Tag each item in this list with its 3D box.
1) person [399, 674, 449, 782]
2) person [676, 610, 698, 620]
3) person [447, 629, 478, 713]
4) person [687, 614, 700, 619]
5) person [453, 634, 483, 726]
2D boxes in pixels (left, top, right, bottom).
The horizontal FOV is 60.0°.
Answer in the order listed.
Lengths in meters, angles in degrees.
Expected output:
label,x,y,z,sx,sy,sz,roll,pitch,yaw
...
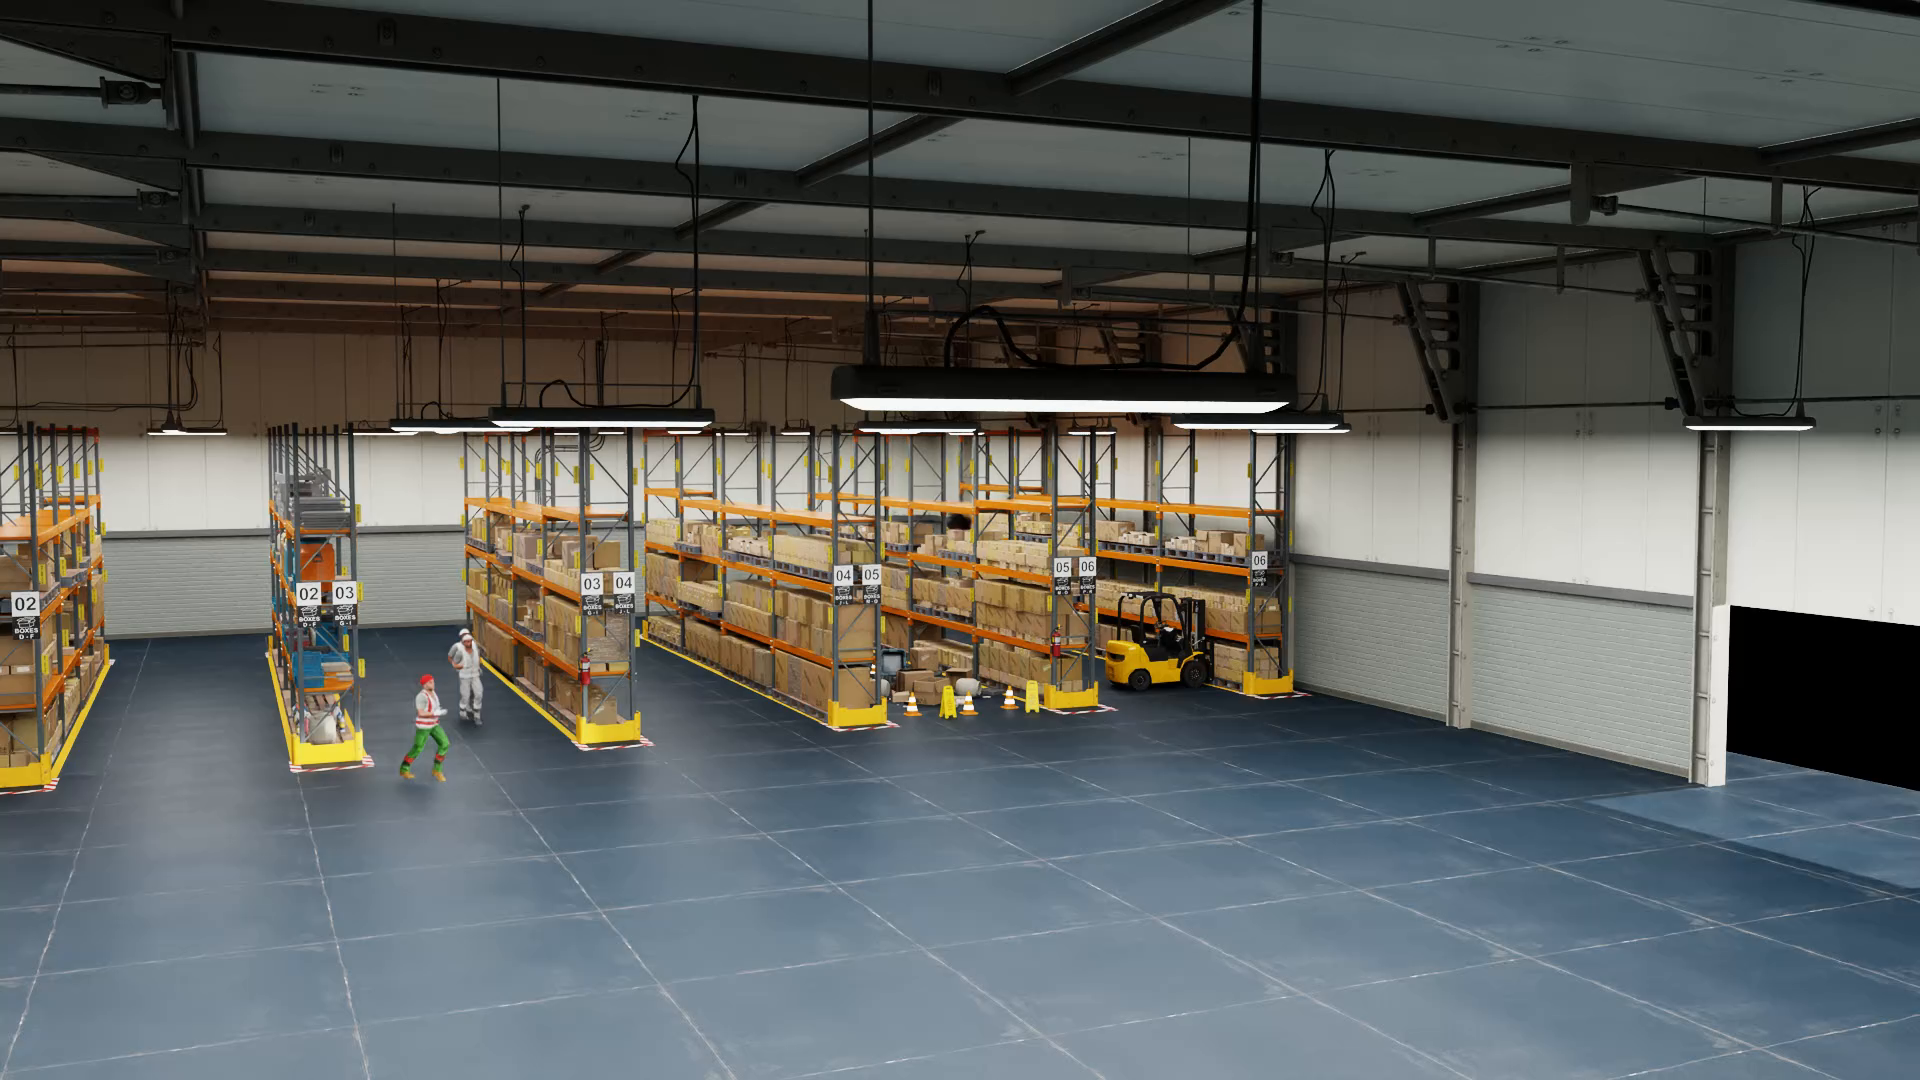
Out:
label,x,y,z,sx,sy,sz,roll,pitch,yaw
person,-8.886,3.136,27.711,0.912,1.820,0.673,1,4,17
person,-8.140,1.831,49.516,0.844,1.856,0.665,-1,4,-23
person,-10.355,2.729,34.806,0.685,1.735,0.618,-3,4,-36
person,-7.853,1.901,49.274,0.656,1.694,0.624,3,4,36
person,-9.814,2.801,33.235,0.633,1.848,0.793,-3,4,-36
